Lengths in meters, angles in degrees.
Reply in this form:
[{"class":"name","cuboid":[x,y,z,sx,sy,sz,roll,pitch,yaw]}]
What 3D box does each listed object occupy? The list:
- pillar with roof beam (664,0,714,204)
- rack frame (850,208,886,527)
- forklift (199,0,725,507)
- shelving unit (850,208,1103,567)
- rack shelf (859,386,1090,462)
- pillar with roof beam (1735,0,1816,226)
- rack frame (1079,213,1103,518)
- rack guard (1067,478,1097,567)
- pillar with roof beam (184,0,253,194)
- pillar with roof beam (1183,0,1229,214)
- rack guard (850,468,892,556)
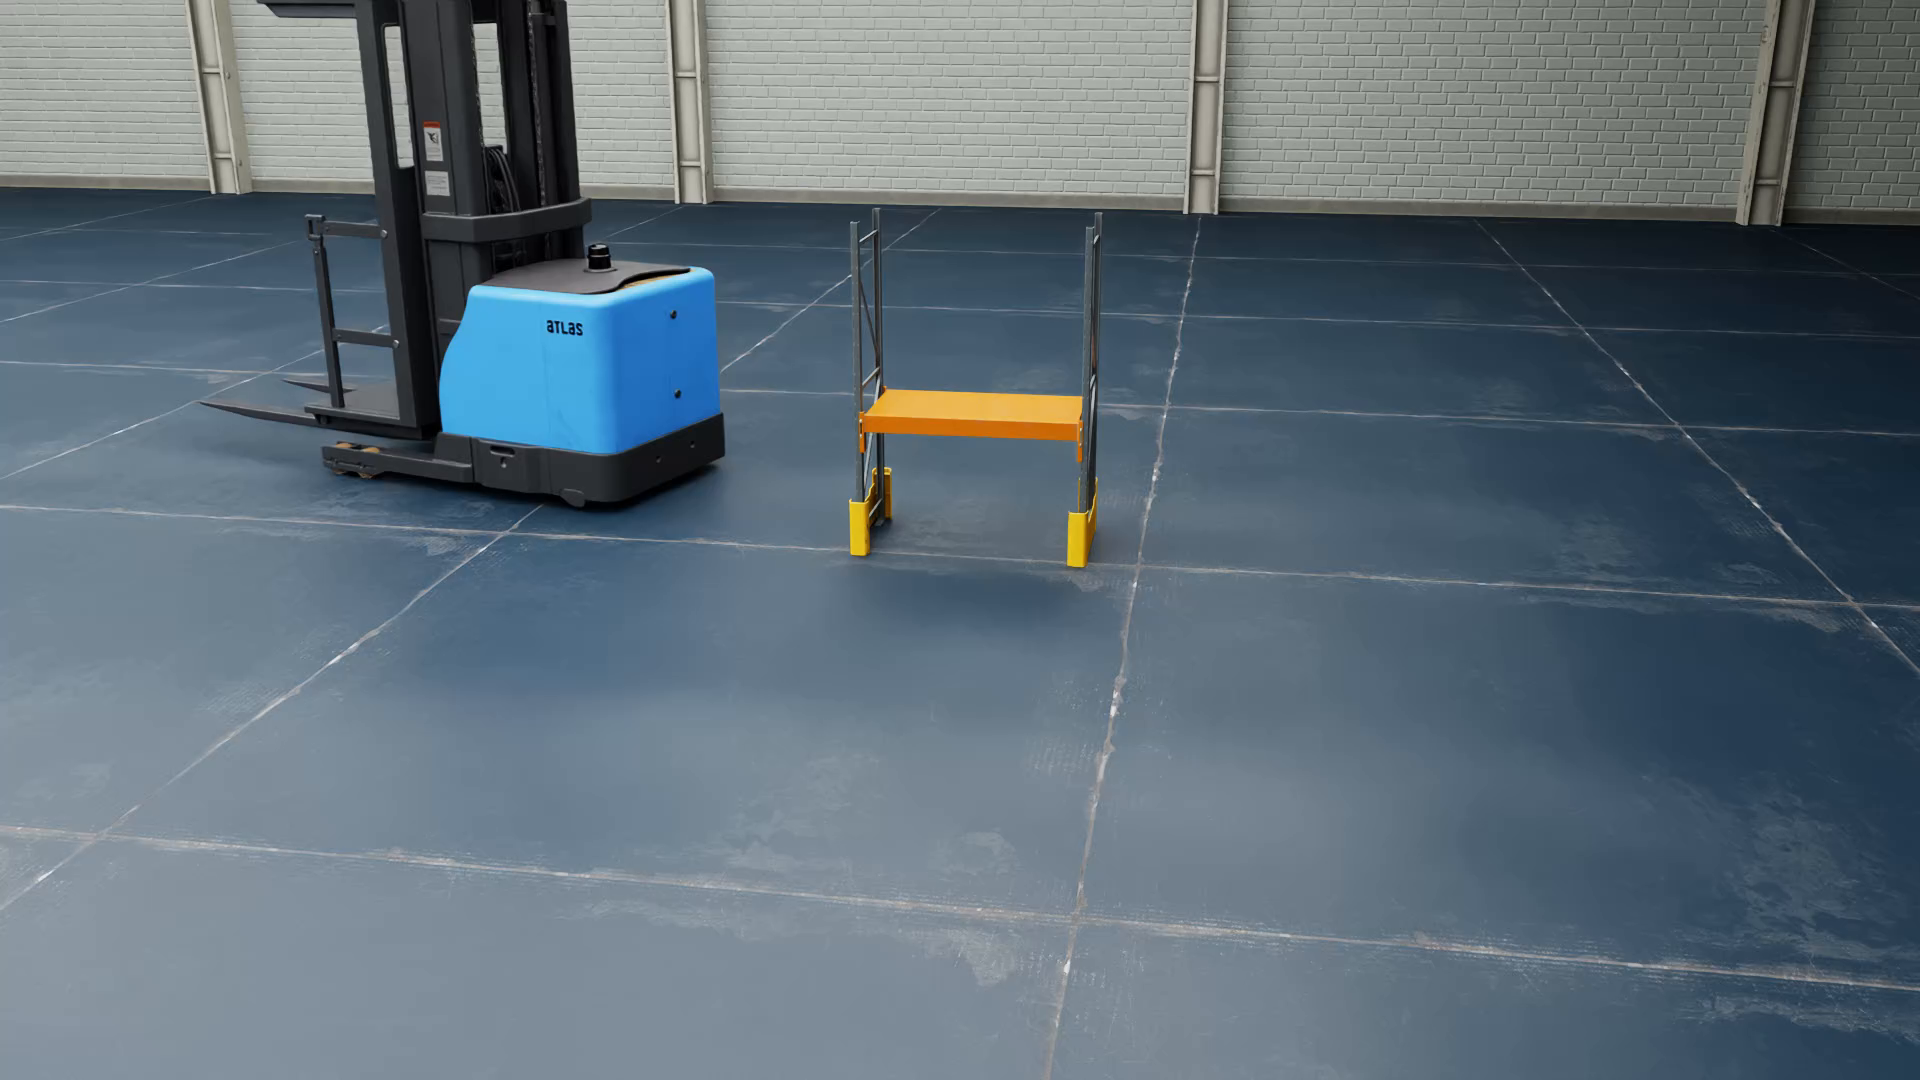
[{"class":"pillar with roof beam","cuboid":[-3.854,-6.963,14.432,0.400,9.000,9.100,3,19,9]},{"class":"rack frame","cuboid":[-0.418,-0.733,7.629,0.032,1.500,0.500,3,19,9]},{"class":"forklift","cuboid":[-2.819,-1.852,8.718,3.031,2.935,1.130,9,20,24]},{"class":"shelving unit","cuboid":[0.075,-0.707,7.554,1.083,1.500,0.587,3,19,9]},{"class":"rack shelf","cuboid":[0.084,-0.536,7.609,1.000,0.185,0.538,3,19,9]},{"class":"pillar with roof beam","cuboid":[7.994,-6.359,12.627,0.400,9.000,9.100,3,19,9]},{"class":"rack frame","cuboid":[0.586,-0.681,7.476,0.032,1.500,0.500,3,19,9]},{"class":"rack guard","cuboid":[0.567,-0.090,7.677,0.087,0.250,0.587,3,19,9]},{"class":"pillar with roof beam","cuboid":[-9.778,-7.265,15.334,0.400,9.000,9.100,3,19,9]},{"class":"pillar with roof beam","cuboid":[2.070,-6.661,13.529,0.400,9.000,9.100,3,19,9]},{"class":"rack guard","cuboid":[-0.416,-0.140,7.827,0.087,0.250,0.587,3,19,9]}]
